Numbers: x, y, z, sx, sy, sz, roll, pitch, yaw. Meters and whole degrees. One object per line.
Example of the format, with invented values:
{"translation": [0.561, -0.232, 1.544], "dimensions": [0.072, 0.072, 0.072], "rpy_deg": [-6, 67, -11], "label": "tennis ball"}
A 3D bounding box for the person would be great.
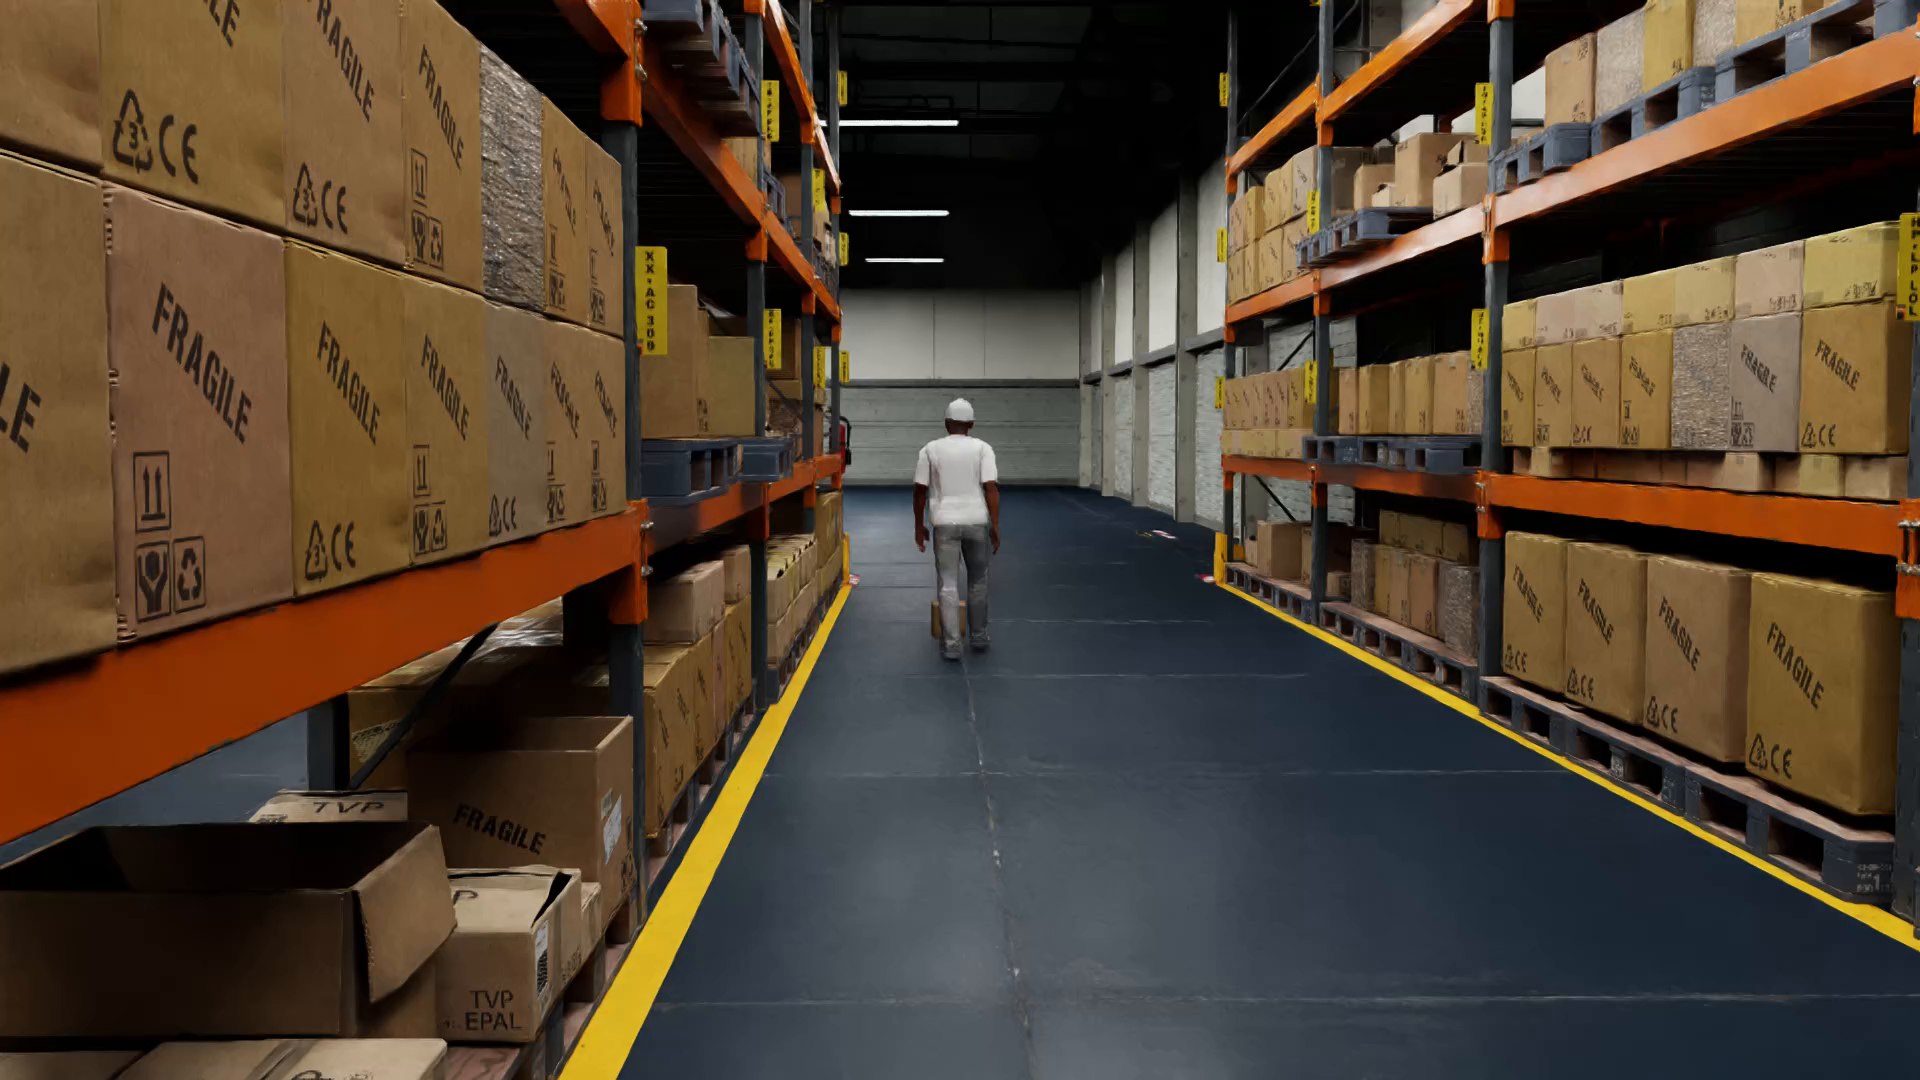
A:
{"translation": [-0.023, -0.102, 11.471], "dimensions": [0.597, 1.739, 0.795], "rpy_deg": [0, 4, 0], "label": "person"}
